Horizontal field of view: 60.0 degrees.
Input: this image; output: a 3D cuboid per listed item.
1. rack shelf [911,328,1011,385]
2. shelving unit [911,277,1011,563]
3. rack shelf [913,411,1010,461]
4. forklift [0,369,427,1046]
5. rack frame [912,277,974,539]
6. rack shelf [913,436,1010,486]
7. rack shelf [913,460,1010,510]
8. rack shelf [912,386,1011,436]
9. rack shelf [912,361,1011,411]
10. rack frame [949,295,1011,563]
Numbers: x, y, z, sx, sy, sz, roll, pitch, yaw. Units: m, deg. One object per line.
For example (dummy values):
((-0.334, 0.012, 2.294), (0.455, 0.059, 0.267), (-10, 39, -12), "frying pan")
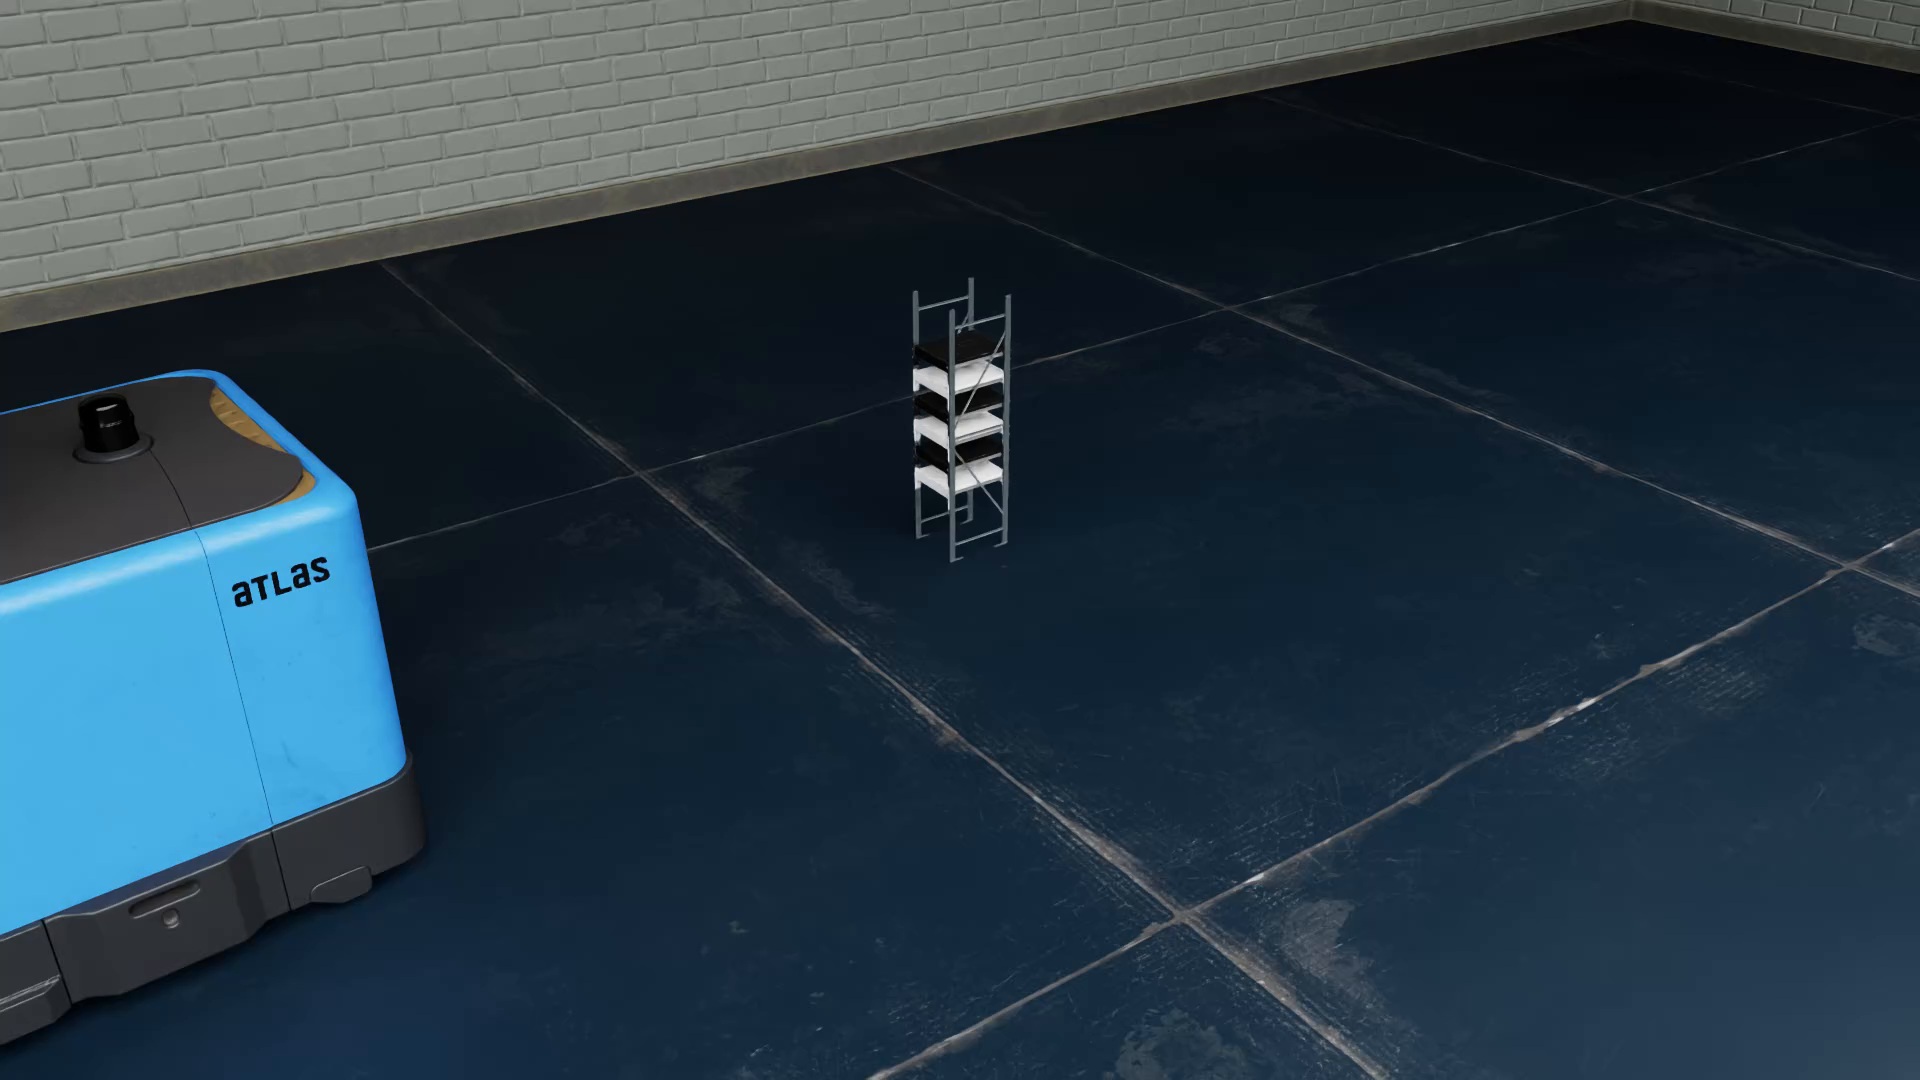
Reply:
((0.005, -0.600, 5.416), (0.258, 0.077, 0.200), (-19, 34, -31), "rack shelf")
((0.005, -0.392, 5.529), (0.258, 0.900, 0.210), (-19, 34, -31), "shelving unit")
((0.005, -0.363, 5.545), (0.258, 0.077, 0.200), (-19, 34, -31), "rack shelf")
((-2.807, -0.189, 3.027), (3.031, 2.935, 1.130), (-21, 35, -34), "forklift")
((-0.054, -0.432, 5.602), (0.240, 0.900, 0.006), (-19, 34, -31), "rack frame")
((0.005, -0.284, 5.588), (0.258, 0.077, 0.200), (-19, 34, -31), "rack shelf")
((0.005, -0.205, 5.631), (0.258, 0.077, 0.200), (-19, 34, -31), "rack shelf")
((0.005, -0.442, 5.502), (0.258, 0.077, 0.200), (-19, 34, -31), "rack shelf")
((0.005, -0.521, 5.459), (0.258, 0.077, 0.200), (-19, 34, -31), "rack shelf")
((0.064, -0.353, 5.457), (0.240, 0.900, 0.006), (-19, 34, -31), "rack frame")
